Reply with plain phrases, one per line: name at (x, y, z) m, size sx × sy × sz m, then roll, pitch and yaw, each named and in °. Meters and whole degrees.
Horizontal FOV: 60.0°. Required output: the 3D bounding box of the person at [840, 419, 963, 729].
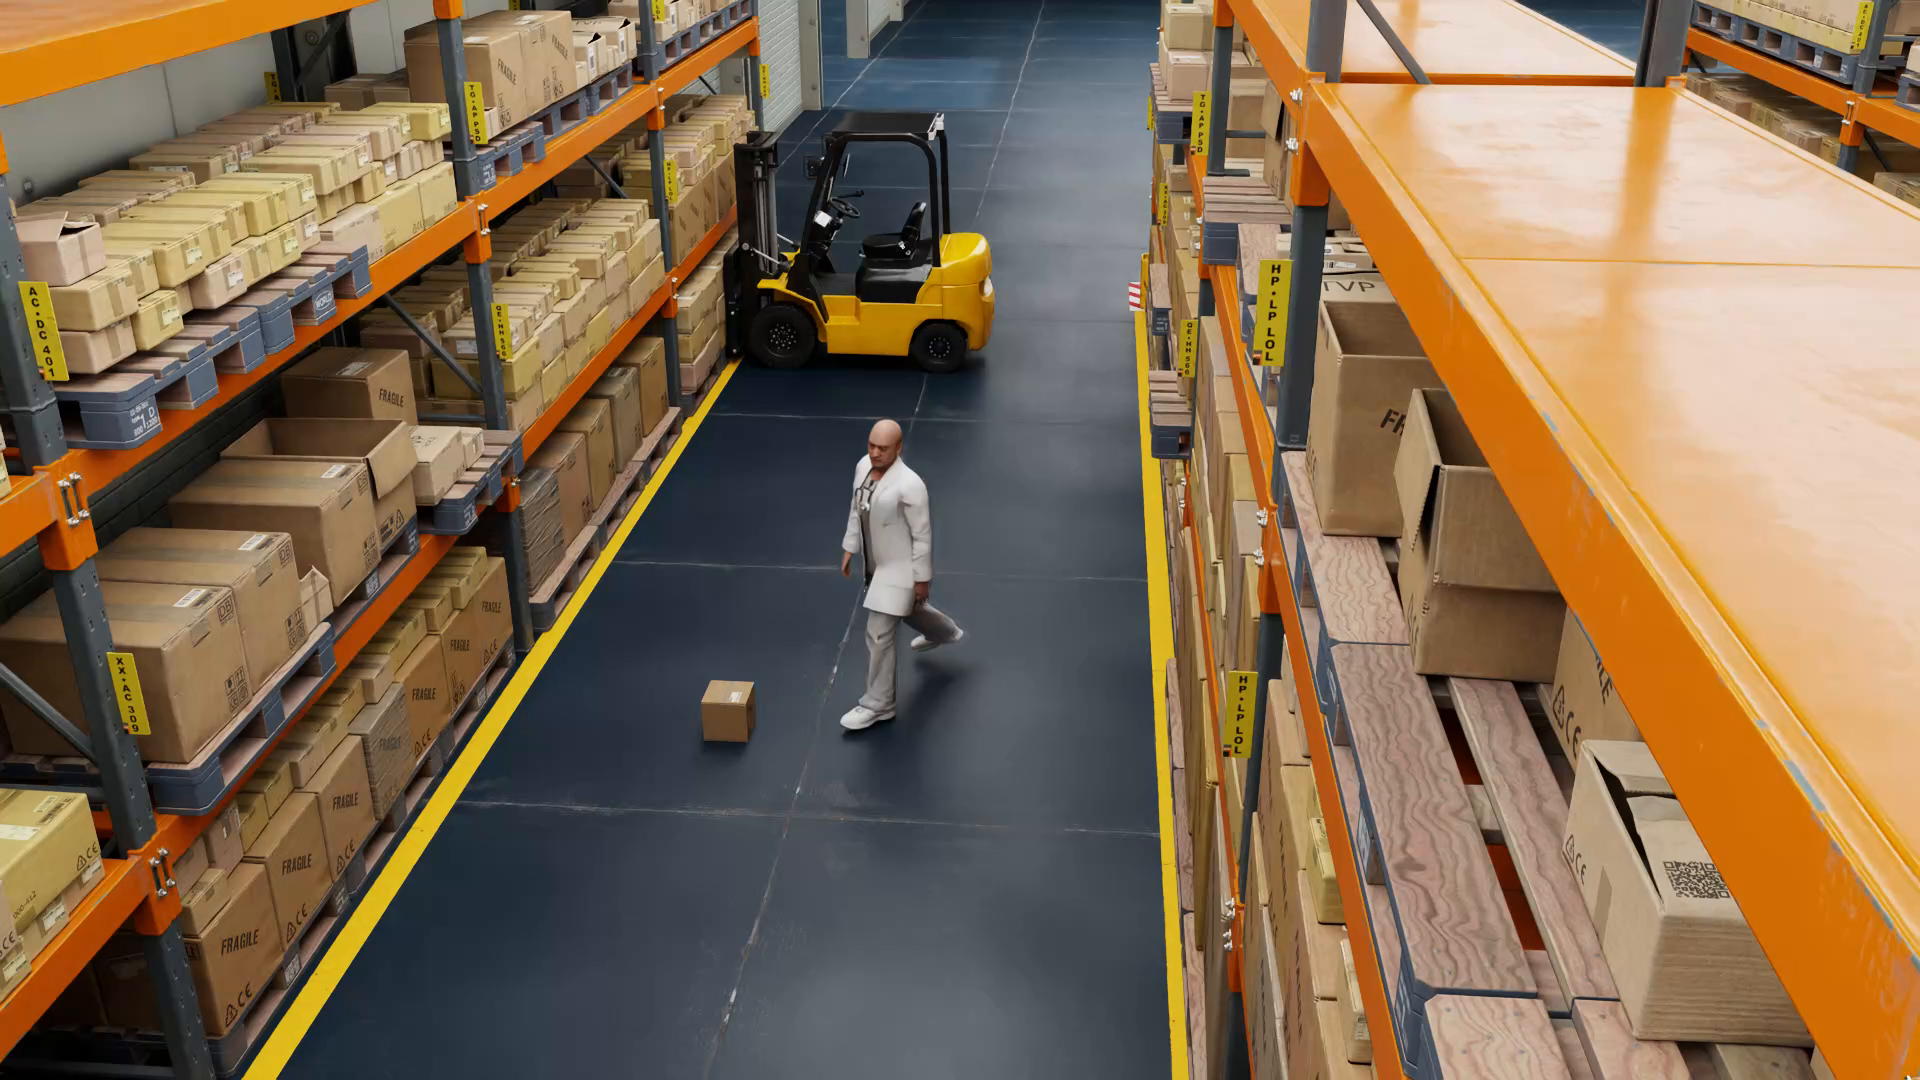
person at (-0.367, 0.092, 9.425) m, size 1.016 × 1.744 × 0.713 m, roll -14°, pitch 28°, yaw -28°
